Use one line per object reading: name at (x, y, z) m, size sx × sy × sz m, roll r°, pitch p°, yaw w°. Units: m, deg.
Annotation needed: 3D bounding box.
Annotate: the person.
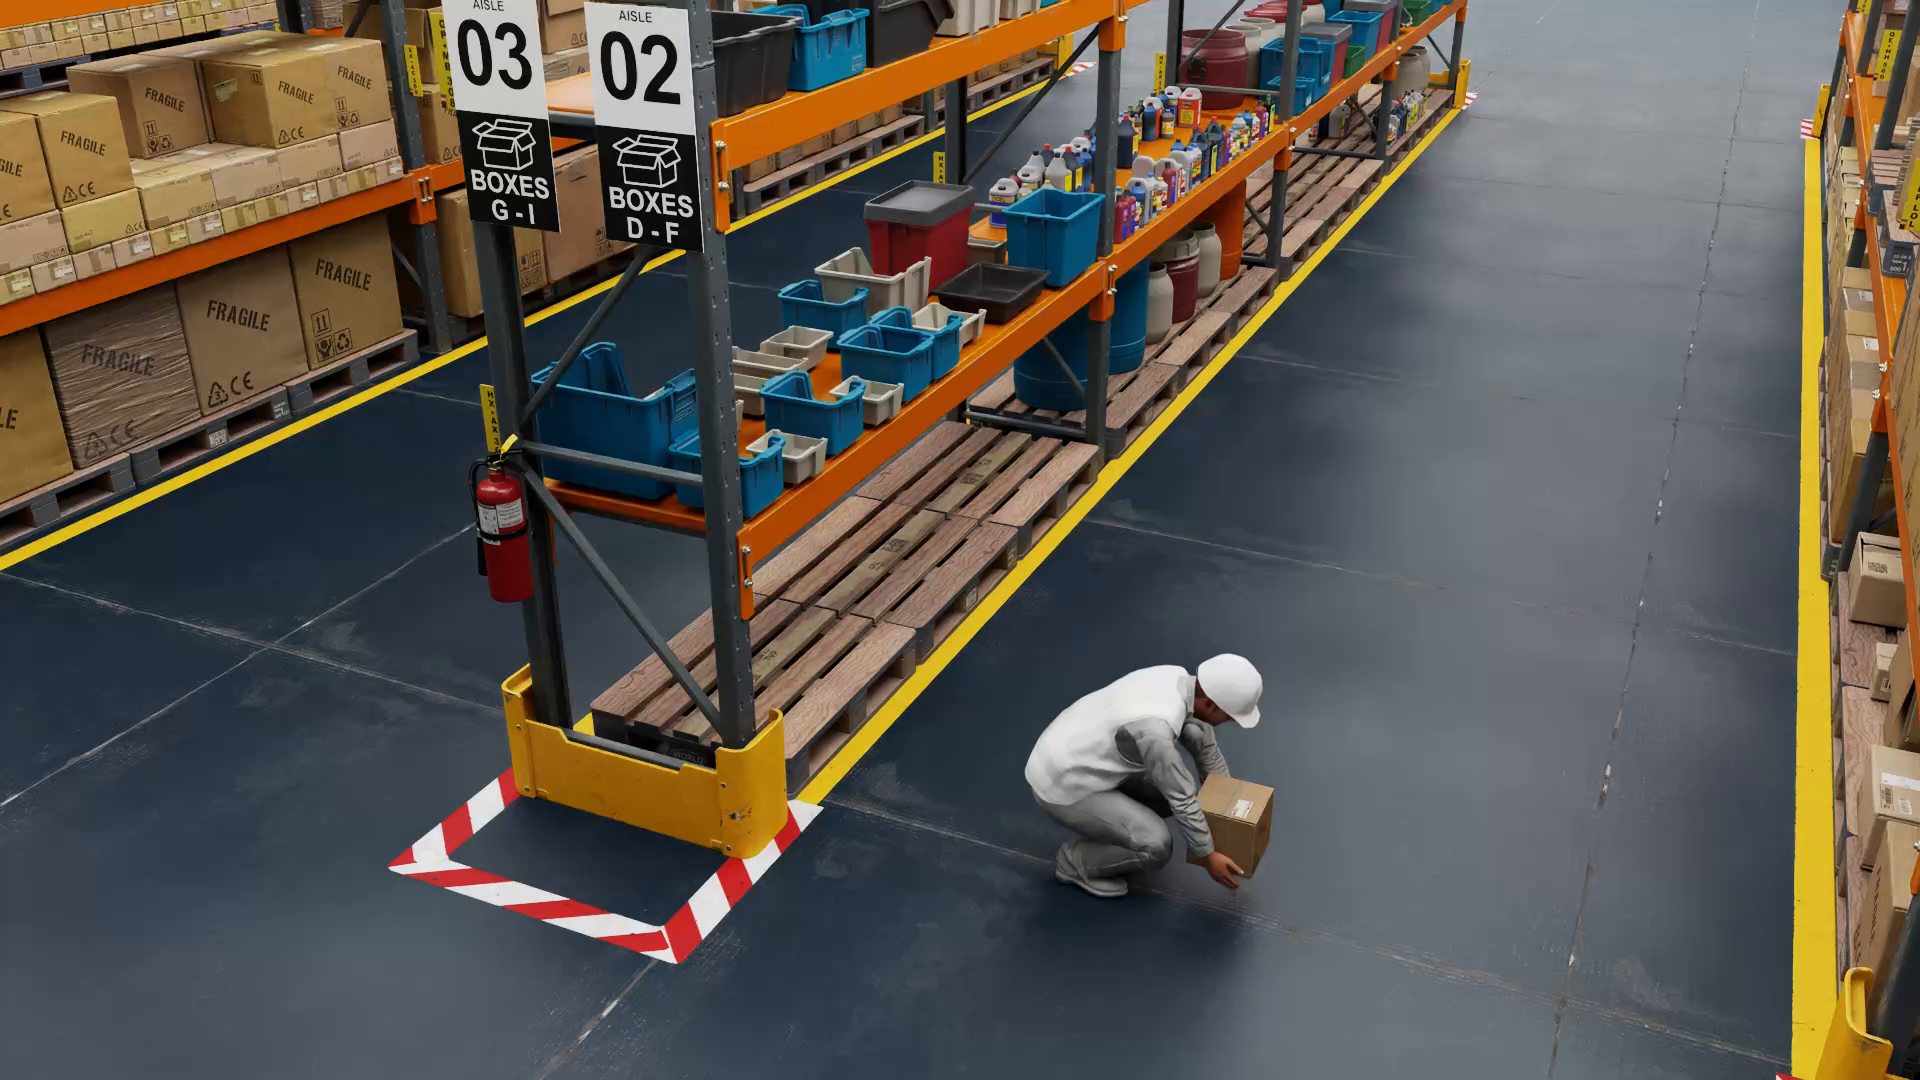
person at (0.700, 0.843, 6.243) m, size 0.881 × 1.011 × 0.525 m, roll 11°, pitch 28°, yaw 21°
